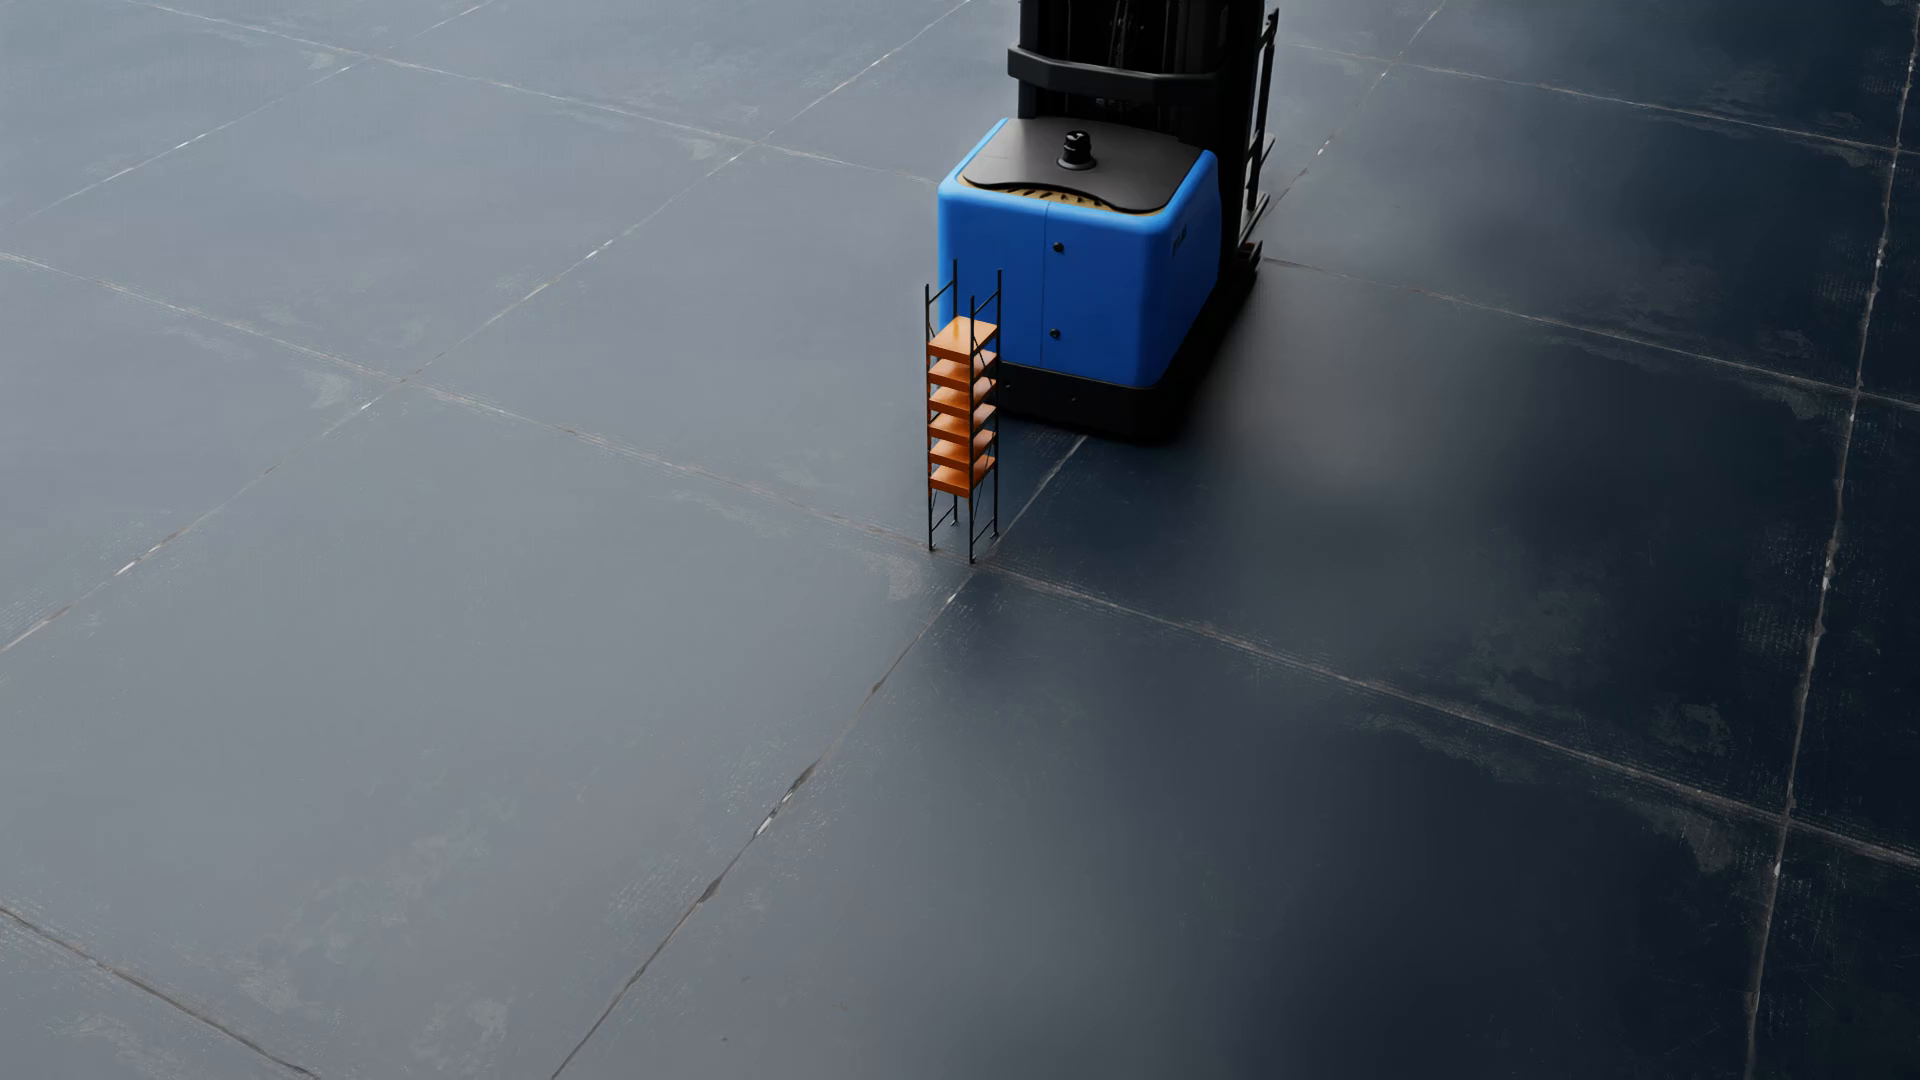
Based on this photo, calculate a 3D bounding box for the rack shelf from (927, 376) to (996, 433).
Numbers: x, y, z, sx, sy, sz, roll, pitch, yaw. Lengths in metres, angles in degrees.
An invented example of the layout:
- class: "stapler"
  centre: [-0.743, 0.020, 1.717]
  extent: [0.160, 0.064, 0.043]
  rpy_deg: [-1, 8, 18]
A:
- class: "rack shelf"
  centre: [0.013, -0.534, 6.336]
  extent: [0.180, 0.103, 0.258]
  rpy_deg: [17, 41, 21]

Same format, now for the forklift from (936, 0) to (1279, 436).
- class: "forklift"
  centre: [0.906, -2.509, 7.632]
  extent: [1.130, 2.935, 3.031]
  rpy_deg: [13, 39, 17]

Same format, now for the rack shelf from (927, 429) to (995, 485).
- class: "rack shelf"
  centre: [0.013, -0.343, 6.481]
  extent: [0.180, 0.103, 0.258]
  rpy_deg: [17, 41, 21]

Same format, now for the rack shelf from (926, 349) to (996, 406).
- class: "rack shelf"
  centre: [0.013, -0.630, 6.264]
  extent: [0.180, 0.103, 0.258]
  rpy_deg: [17, 41, 21]

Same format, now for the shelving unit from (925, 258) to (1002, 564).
- class: "shelving unit"
  centre: [0.013, -0.474, 6.382]
  extent: [0.189, 1.200, 0.258]
  rpy_deg: [17, 41, 21]

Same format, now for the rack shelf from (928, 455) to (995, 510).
- class: "rack shelf"
  centre: [0.013, -0.247, 6.554]
  extent: [0.180, 0.103, 0.258]
  rpy_deg: [17, 41, 21]

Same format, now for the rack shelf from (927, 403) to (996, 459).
- class: "rack shelf"
  centre: [0.013, -0.438, 6.409]
  extent: [0.180, 0.103, 0.258]
  rpy_deg: [17, 41, 21]

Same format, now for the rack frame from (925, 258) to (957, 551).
- class: "rack frame"
  centre: [-0.068, -0.499, 6.415]
  extent: [0.006, 1.200, 0.240]
  rpy_deg: [17, 41, 21]

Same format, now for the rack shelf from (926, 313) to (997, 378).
- class: "rack shelf"
  centre: [0.013, -0.725, 6.191]
  extent: [0.180, 0.103, 0.258]
  rpy_deg: [17, 41, 21]

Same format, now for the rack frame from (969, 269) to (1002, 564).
- class: "rack frame"
  centre: [0.094, -0.448, 6.348]
  extent: [0.006, 1.200, 0.240]
  rpy_deg: [17, 41, 21]
